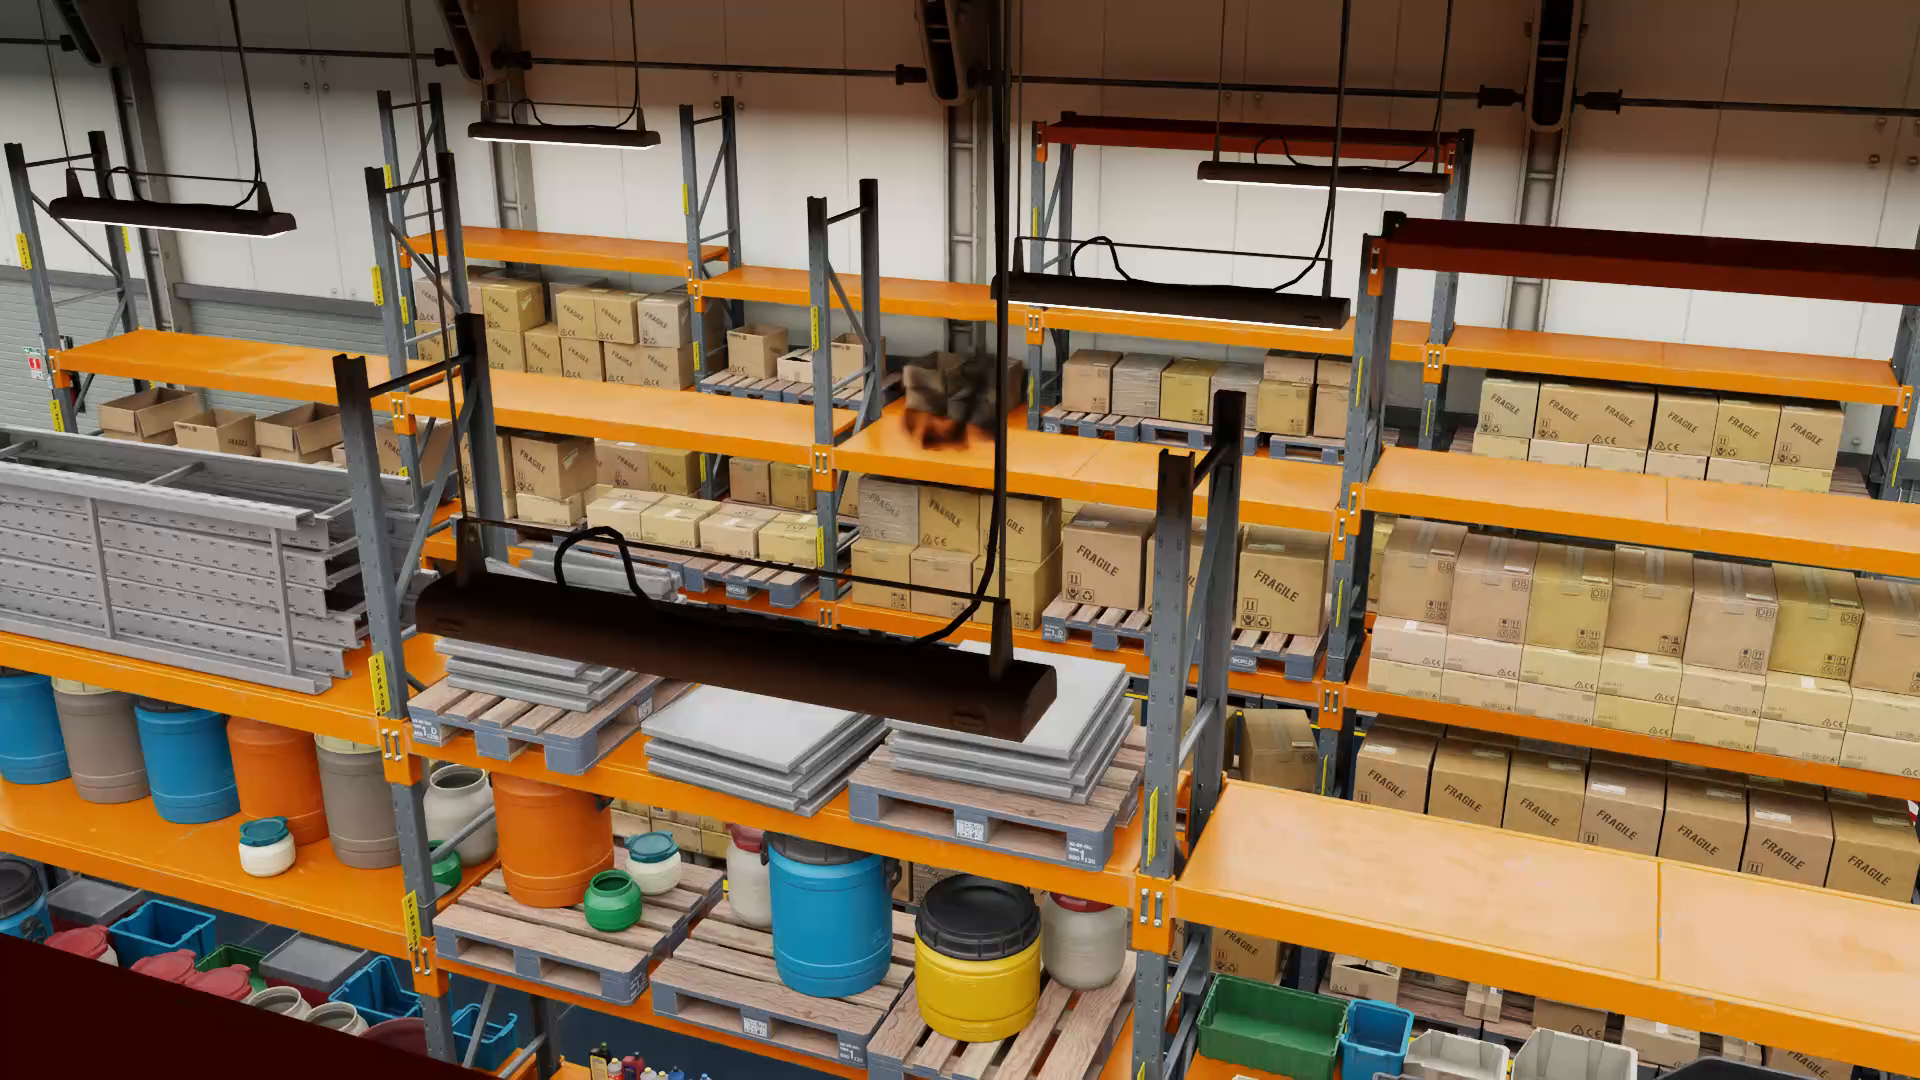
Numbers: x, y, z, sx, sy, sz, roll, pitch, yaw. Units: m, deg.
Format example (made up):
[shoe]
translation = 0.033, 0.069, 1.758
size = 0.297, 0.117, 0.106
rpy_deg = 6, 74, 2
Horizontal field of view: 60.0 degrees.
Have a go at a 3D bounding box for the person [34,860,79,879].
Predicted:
[person]
translation = -7.159, 2.528, 13.281
size = 0.740, 1.818, 0.698
rpy_deg = 9, 23, 23
